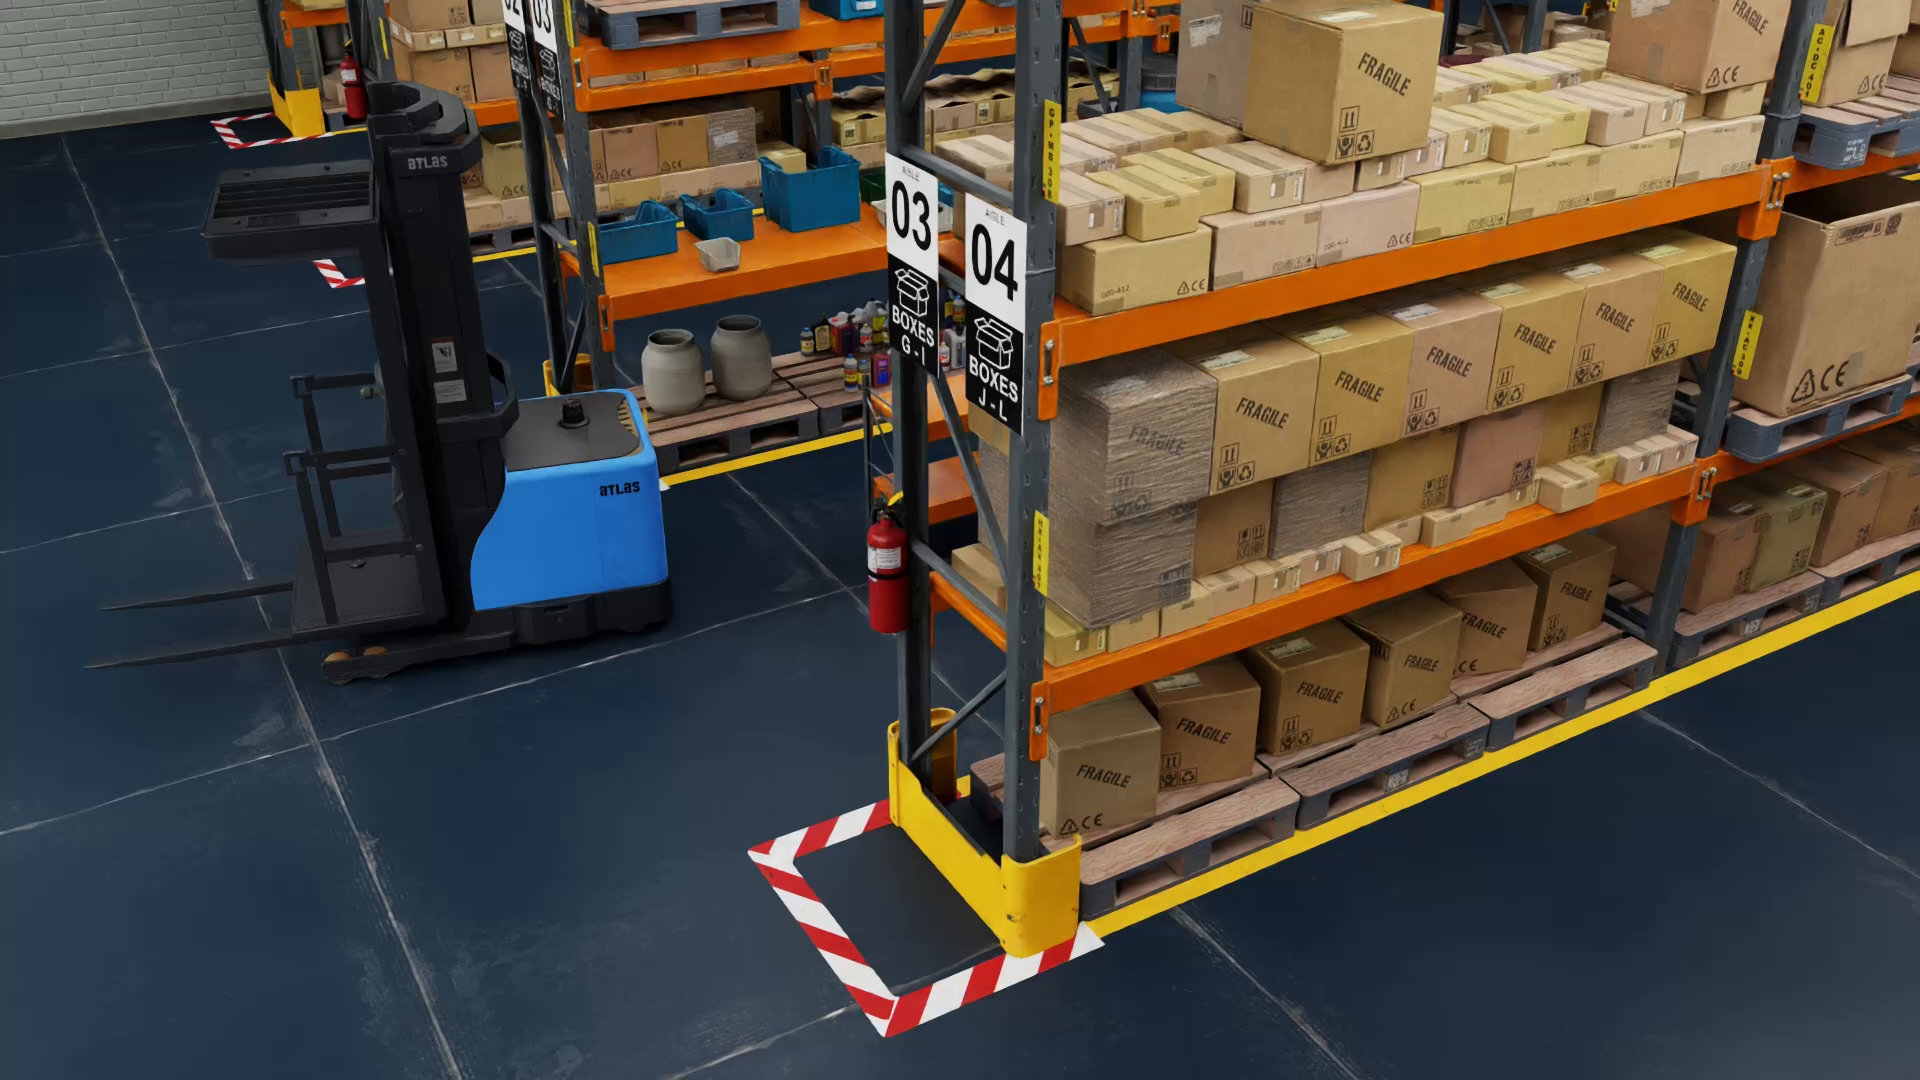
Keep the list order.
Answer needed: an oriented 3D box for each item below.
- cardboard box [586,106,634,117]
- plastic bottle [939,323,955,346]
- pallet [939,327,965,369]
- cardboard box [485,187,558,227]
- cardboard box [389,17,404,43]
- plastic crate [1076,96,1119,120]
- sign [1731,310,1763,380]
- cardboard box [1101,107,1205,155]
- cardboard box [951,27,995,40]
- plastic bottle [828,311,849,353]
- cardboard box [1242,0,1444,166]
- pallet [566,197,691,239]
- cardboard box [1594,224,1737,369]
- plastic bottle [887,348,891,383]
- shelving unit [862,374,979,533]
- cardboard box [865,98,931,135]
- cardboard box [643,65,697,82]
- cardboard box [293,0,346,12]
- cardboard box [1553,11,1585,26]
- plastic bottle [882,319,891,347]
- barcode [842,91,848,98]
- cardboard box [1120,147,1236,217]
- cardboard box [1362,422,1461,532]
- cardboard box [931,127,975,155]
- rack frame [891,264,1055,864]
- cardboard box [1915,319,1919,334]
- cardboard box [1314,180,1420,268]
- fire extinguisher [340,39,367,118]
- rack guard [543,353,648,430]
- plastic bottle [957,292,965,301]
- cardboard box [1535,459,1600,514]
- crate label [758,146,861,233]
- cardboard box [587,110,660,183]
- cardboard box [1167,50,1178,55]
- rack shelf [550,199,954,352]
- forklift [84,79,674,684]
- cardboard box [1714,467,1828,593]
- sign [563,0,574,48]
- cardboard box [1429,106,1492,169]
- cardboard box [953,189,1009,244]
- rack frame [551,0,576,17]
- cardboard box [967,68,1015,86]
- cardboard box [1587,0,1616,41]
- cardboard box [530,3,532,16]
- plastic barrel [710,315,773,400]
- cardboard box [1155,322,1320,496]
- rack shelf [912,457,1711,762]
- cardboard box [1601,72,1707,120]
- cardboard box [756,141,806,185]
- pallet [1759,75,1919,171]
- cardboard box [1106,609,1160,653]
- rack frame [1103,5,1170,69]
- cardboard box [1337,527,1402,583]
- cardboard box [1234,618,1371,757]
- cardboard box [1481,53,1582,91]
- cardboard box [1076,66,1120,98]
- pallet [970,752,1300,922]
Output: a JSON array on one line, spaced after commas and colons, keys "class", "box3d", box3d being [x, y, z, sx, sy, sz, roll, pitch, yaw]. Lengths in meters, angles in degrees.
[{"class": "cardboard box", "box3d": [-3.394, -3.862, 15.779, 0.500, 0.500, 0.500, -16, 33, -26]}, {"class": "plastic bottle", "box3d": [-0.087, -1.446, 12.122, 0.133, 0.283, 0.061, -16, 33, -26]}, {"class": "pallet", "box3d": [0.362, -1.473, 12.700, 1.213, 0.211, 1.003, -16, 33, -26]}, {"class": "cardboard box", "box3d": [-3.988, -3.068, 15.117, 0.500, 0.250, 0.500, -16, 33, -26]}, {"class": "cardboard box", "box3d": [-4.760, -4.427, 14.392, 0.250, 0.149, 0.380, -16, 33, -27]}, {"class": "plastic crate", "box3d": [1.225, -3.115, 12.723, 0.583, 0.464, 0.402, -16, 33, -26]}, {"class": "sign", "box3d": [3.753, -0.932, 7.939, 0.005, 0.325, 0.100, -16, 33, -26]}, {"class": "cardboard box", "box3d": [0.773, -1.617, 6.714, 0.250, 0.149, 0.380, -16, 33, -26]}, {"class": "cardboard box", "box3d": [0.013, -5.382, 16.794, 0.500, 0.500, 0.500, -16, 33, -26]}, {"class": "plastic bottle", "box3d": [-0.894, -1.544, 12.307, 0.135, 0.276, 0.152, -16, 33, -26]}, {"class": "cardboard box", "box3d": [1.440, -1.755, 6.293, 0.500, 0.500, 0.500, -16, 33, -27]}, {"class": "pallet", "box3d": [-3.304, -3.206, 15.842, 1.213, 0.211, 1.003, -16, 33, -26]}, {"class": "cardboard box", "box3d": [3.223, -1.164, 7.809, 0.500, 0.500, 0.500, -16, 33, -26]}, {"class": "plastic bottle", "box3d": [-0.470, -1.258, 11.793, 0.097, 0.271, 0.097, 0, 29, 0]}, {"class": "shelving unit", "box3d": [0.006, -0.494, 9.981, 1.048, 1.125, 0.538, -16, 33, -26]}, {"class": "cardboard box", "box3d": [-0.627, -4.248, 16.674, 0.500, 0.311, 0.500, -16, 33, -27]}, {"class": "cardboard box", "box3d": [-2.809, -4.585, 15.349, 0.500, 0.500, 0.700, -15, 32, -26]}, {"class": "cardboard box", "box3d": [-6.924, -5.919, 18.005, 0.500, 0.250, 0.500, -17, 33, -28]}, {"class": "cardboard box", "box3d": [7.759, -6.694, 21.665, 0.500, 0.250, 0.500, -16, 33, -26]}, {"class": "plastic bottle", "box3d": [-0.534, -1.548, 12.391, 0.097, 0.201, 0.097, 0, 29, 0]}, {"class": "barcode", "box3d": [-1.113, -4.313, 16.098, 0.075, 0.075, 0.001, -16, 33, -26]}, {"class": "cardboard box", "box3d": [0.805, -1.328, 6.190, 0.250, 0.149, 0.380, -16, 33, -27]}, {"class": "cardboard box", "box3d": [1.771, -0.490, 7.622, 0.500, 0.500, 0.875, -16, 33, -26]}, {"class": "cardboard box", "box3d": [-0.184, -4.133, 17.046, 0.500, 0.250, 0.500, -17, 33, -28]}, {"class": "rack frame", "box3d": [0.023, 0.202, 6.780, 0.127, 3.000, 1.000, -16, 33, -26]}, {"class": "cardboard box", "box3d": [4.920, -1.469, 9.266, 0.637, 0.503, 0.797, -12, 31, -21]}, {"class": "cardboard box", "box3d": [1.440, -1.305, 6.560, 0.500, 0.250, 0.500, -16, 33, -27]}, {"class": "fire extinguisher", "box3d": [-5.330, -4.057, 14.576, 0.183, 0.674, 0.296, -16, 33, -26]}, {"class": "rack guard", "box3d": [-2.445, -0.805, 11.192, 0.348, 0.500, 1.175, -16, 33, -26]}, {"class": "plastic bottle", "box3d": [0.056, -1.849, 12.782, 0.185, 0.351, 0.144, -15, 32, -25]}, {"class": "cardboard box", "box3d": [2.810, -0.291, 7.933, 0.250, 0.149, 0.380, -16, 33, -26]}, {"class": "crate label", "box3d": [-1.036, -2.440, 11.531, 0.616, 0.435, 0.502, -16, 33, -26]}, {"class": "cardboard box", "box3d": [-3.123, -3.639, 15.374, 0.500, 0.500, 0.500, -16, 33, -26]}, {"class": "cardboard box", "box3d": [2.592, -5.309, 18.898, 0.500, 0.500, 0.500, -15, 32, -24]}, {"class": "rack shelf", "box3d": [-0.762, -2.036, 11.580, 4.000, 0.370, 1.077, -16, 33, -26]}, {"class": "forklift", "box3d": [-3.185, -0.801, 8.669, 3.031, 2.935, 1.130, -9, 30, -15]}, {"class": "cardboard box", "box3d": [4.433, -0.126, 9.505, 0.500, 0.500, 0.700, -16, 33, -27]}, {"class": "sign", "box3d": [-2.211, -2.948, 9.375, 0.005, 0.325, 0.100, -16, 33, -26]}, {"class": "cardboard box", "box3d": [1.927, -1.646, 6.766, 0.250, 0.149, 0.380, -17, 33, -28]}, {"class": "cardboard box", "box3d": [0.310, -1.270, 6.497, 0.500, 0.250, 0.500, -15, 32, -25]}, {"class": "rack frame", "box3d": [-2.486, -4.488, 9.069, 0.127, 3.000, 1.000, -16, 33, -26]}, {"class": "cardboard box", "box3d": [0.415, -4.848, 17.761, 0.500, 0.311, 0.500, -17, 33, -28]}, {"class": "cardboard box", "box3d": [8.458, -6.705, 21.427, 0.500, 0.500, 0.500, -16, 33, -26]}, {"class": "cardboard box", "box3d": [-3.653, -4.914, 14.604, 0.500, 0.500, 0.700, -16, 33, -26]}, {"class": "plastic barrel", "box3d": [-1.525, -1.272, 11.590, 0.421, 0.512, 0.421, 0, 29, 0]}, {"class": "cardboard box", "box3d": [1.070, -0.551, 6.697, 0.500, 0.500, 0.500, -16, 33, -26]}, {"class": "rack shelf", "box3d": [1.747, 0.027, 7.841, 4.000, 0.370, 1.077, -16, 33, -26]}, {"class": "cardboard box", "box3d": [3.061, -1.972, 7.357, 0.250, 0.149, 0.380, -15, 32, -26]}, {"class": "cardboard box", "box3d": [-1.833, -3.681, 16.226, 0.500, 0.250, 0.500, -16, 33, -26]}, {"class": "pallet", "box3d": [4.058, -2.115, 8.068, 1.003, 0.211, 1.213, -16, 33, -26]}, {"class": "cardboard box", "box3d": [0.615, 0.288, 6.883, 0.250, 0.149, 0.380, -16, 33, -26]}, {"class": "rack frame", "box3d": [1.905, -5.884, 17.808, 0.127, 3.000, 1.000, -16, 33, -26]}, {"class": "cardboard box", "box3d": [1.732, 0.015, 7.379, 0.250, 0.149, 0.380, -16, 33, -26]}, {"class": "cardboard box", "box3d": [1.617, 0.660, 8.101, 0.500, 0.500, 0.500, -13, 31, -22]}, {"class": "cardboard box", "box3d": [2.595, -2.097, 7.584, 0.250, 0.149, 0.380, -16, 33, -26]}, {"class": "cardboard box", "box3d": [1.578, -4.879, 17.817, 0.500, 0.311, 0.500, -15, 32, -25]}, {"class": "pallet", "box3d": [0.807, 1.220, 7.821, 1.213, 0.211, 1.003, -16, 33, -26]}]
